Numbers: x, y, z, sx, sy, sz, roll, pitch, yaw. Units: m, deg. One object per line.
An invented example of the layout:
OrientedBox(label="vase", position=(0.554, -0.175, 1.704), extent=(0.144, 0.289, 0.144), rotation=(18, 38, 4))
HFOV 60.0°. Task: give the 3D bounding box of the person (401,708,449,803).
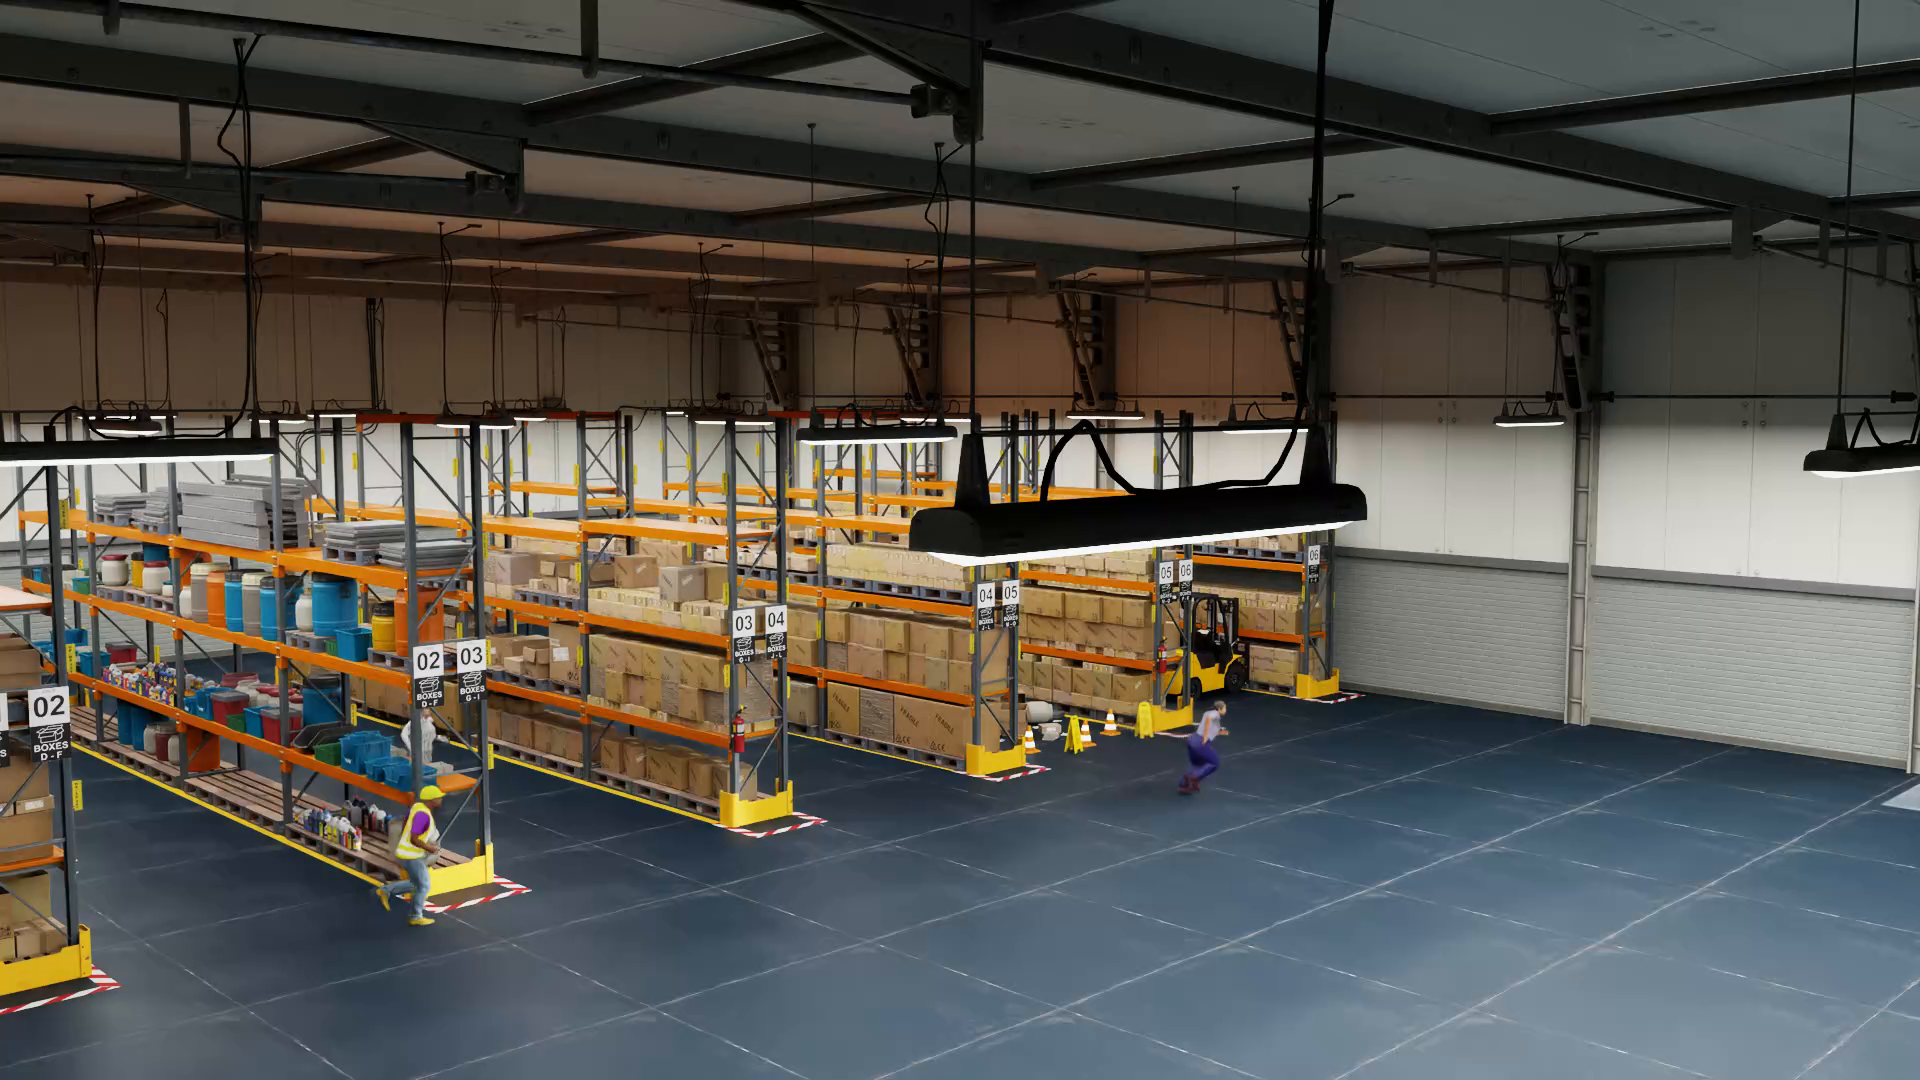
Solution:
OrientedBox(label="person", position=(-8.276, 3.274, 25.721), extent=(0.625, 1.637, 0.622), rotation=(2, 5, 19))

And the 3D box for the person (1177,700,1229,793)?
OrientedBox(label="person", position=(3.898, 3.301, 26.428), extent=(0.874, 1.467, 0.638), rotation=(-1, 5, -12))

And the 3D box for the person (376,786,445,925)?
OrientedBox(label="person", position=(-6.556, 3.785, 19.842), extent=(0.829, 1.694, 0.691), rotation=(-1, 5, -12))
